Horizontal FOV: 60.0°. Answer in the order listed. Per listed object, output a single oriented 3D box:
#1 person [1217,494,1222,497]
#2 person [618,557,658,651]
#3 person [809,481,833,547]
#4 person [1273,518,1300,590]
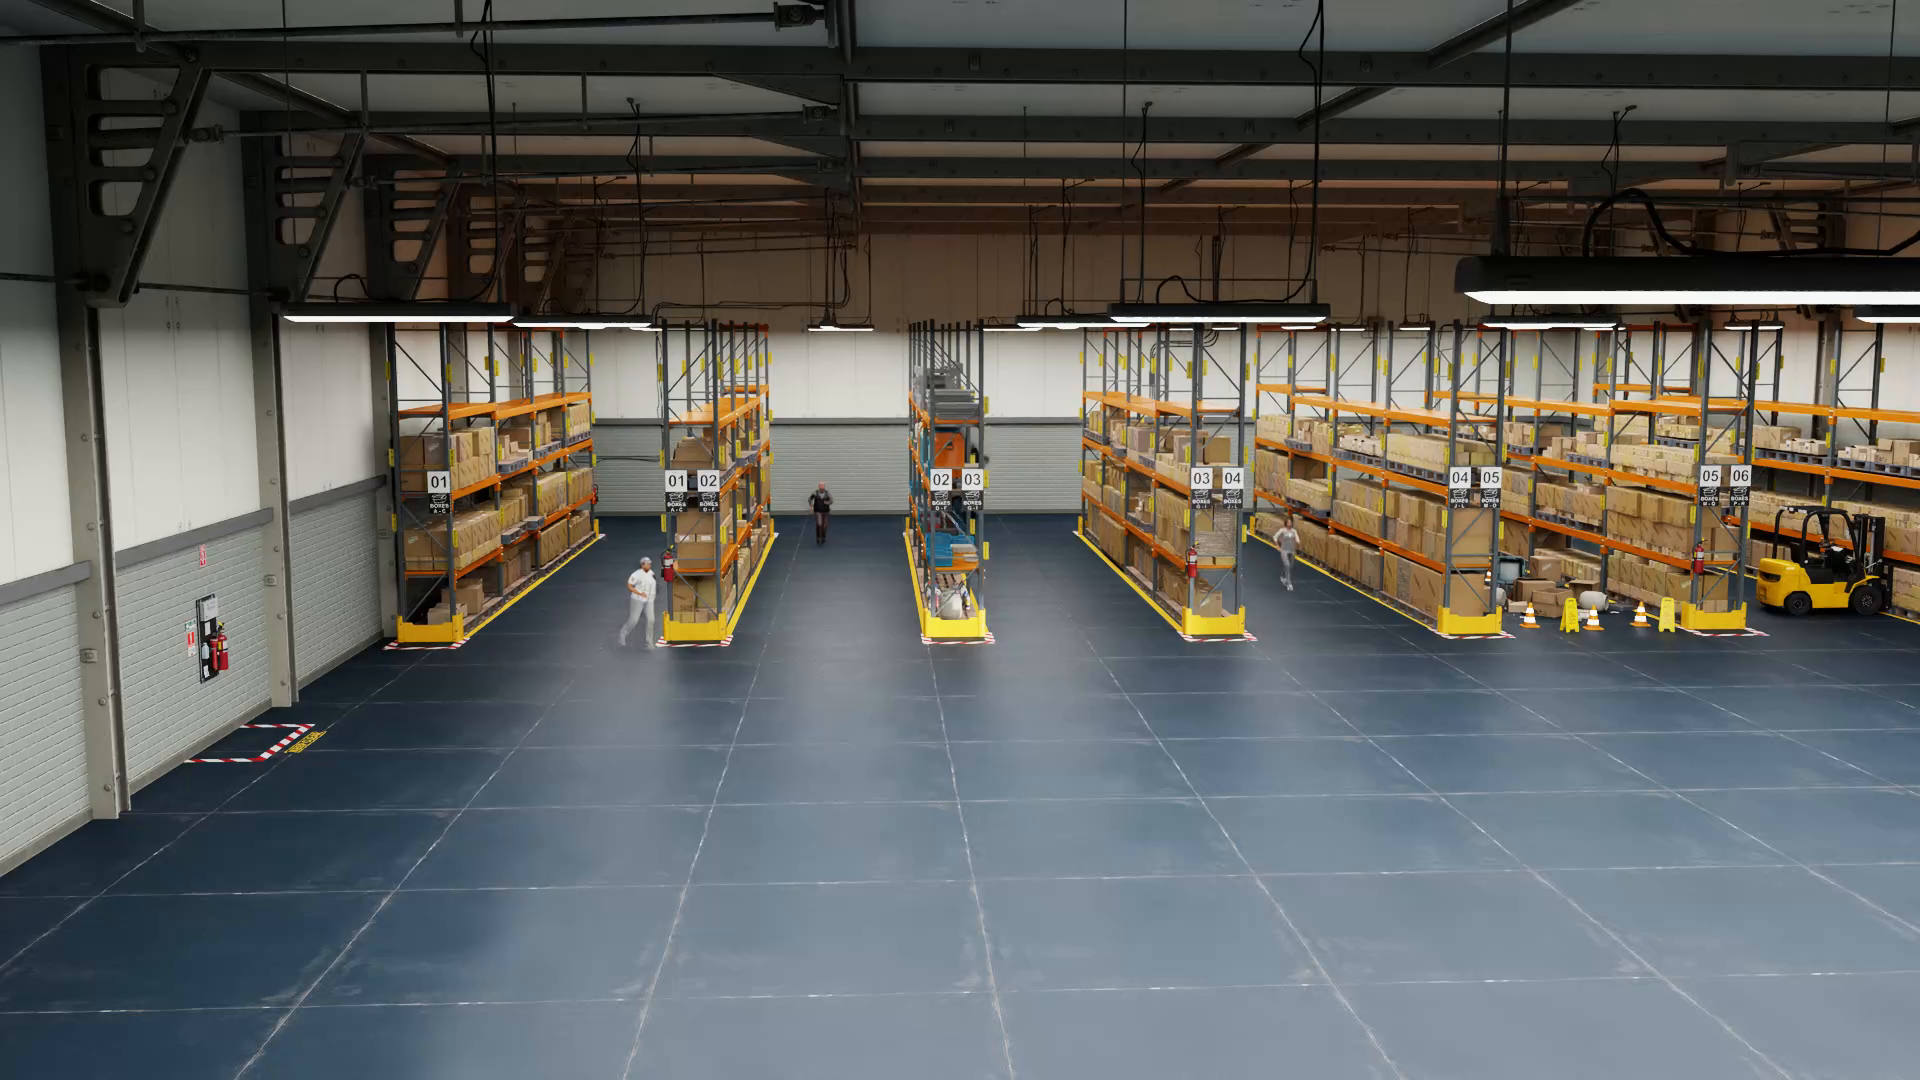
[{"bbox_3d":[7.206,-0.799,46.030,0.586,1.688,0.666,0,7,2],"label":"person"},{"bbox_3d":[-5.787,1.149,30.457,0.692,1.662,0.877,-7,10,-43],"label":"person"},{"bbox_3d":[-3.760,-0.707,45.214,0.630,1.773,0.747,-2,7,-16],"label":"person"},{"bbox_3d":[7.370,0.340,37.429,0.534,1.493,0.889,-2,7,-13],"label":"person"}]
